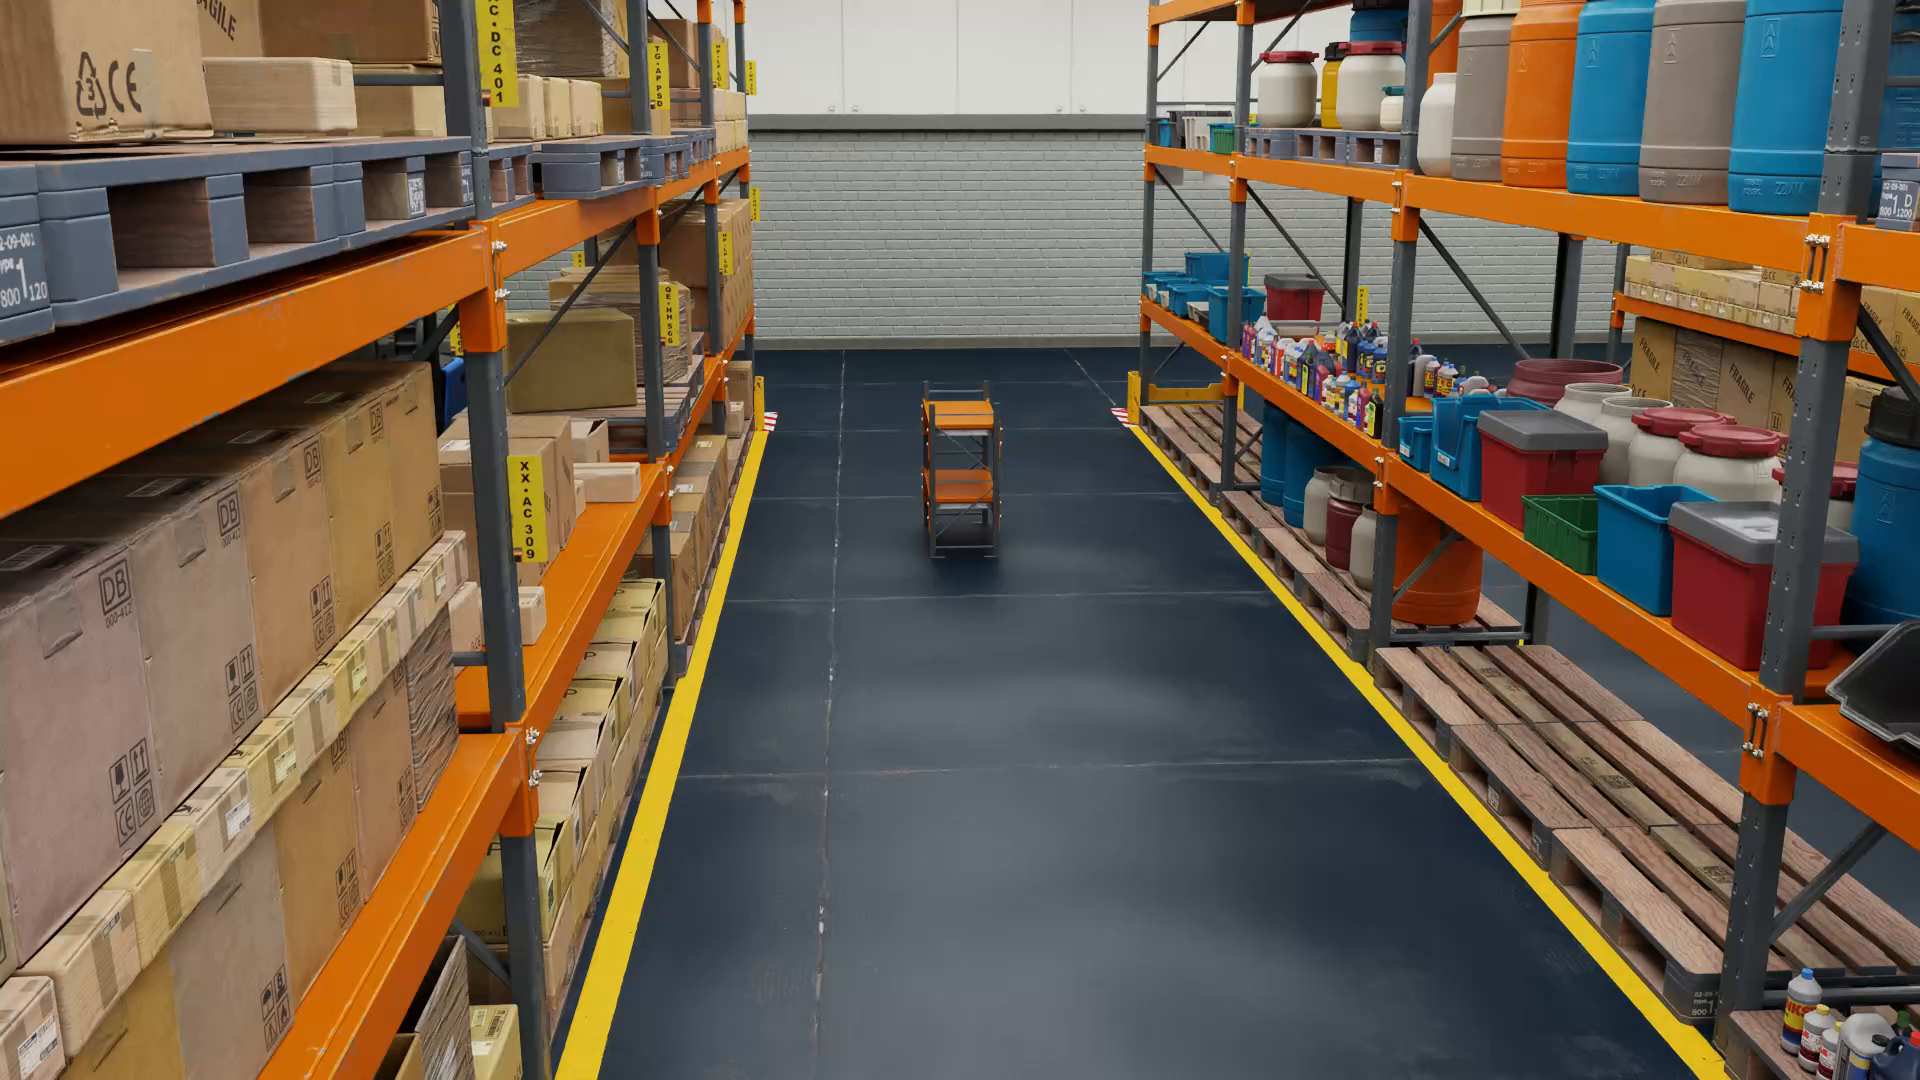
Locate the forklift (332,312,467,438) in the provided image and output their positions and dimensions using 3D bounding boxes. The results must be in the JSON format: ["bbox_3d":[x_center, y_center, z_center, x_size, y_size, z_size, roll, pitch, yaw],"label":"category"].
[{"bbox_3d":[-4.666,-1.601,12.868,1.130,2.935,3.031,-1,14,-5],"label":"forklift"}]

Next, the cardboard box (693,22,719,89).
[{"bbox_3d":[-2.298,-3.847,13.230,0.700,0.500,0.500,-1,14,-3],"label":"cardboard box"}]

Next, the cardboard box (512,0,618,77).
[{"bbox_3d":[-2.114,-2.714,8.827,0.500,0.500,0.500,-1,14,-3],"label":"cardboard box"}]

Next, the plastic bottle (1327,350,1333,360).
[{"bbox_3d":[2.459,-1.143,11.209,0.097,0.271,0.097,0,14,0],"label":"plastic bottle"}]

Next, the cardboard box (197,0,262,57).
[{"bbox_3d":[-2.077,-1.268,4.090,0.500,0.500,0.500,0,14,1],"label":"cardboard box"}]

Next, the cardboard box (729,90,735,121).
[{"bbox_3d":[-2.206,-3.735,14.300,0.500,0.250,0.500,-1,14,-3],"label":"cardboard box"}]

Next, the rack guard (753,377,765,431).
[{"bbox_3d":[-2.584,-1.380,16.886,1.175,0.500,0.348,-1,14,-3],"label":"rack guard"}]

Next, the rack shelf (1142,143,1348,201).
[{"bbox_3d":[2.480,-3.292,14.724,1.077,0.370,4.000,-1,14,-3],"label":"rack shelf"}]

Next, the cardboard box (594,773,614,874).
[{"bbox_3d":[-1.688,1.143,6.739,0.500,0.250,0.500,-1,14,-5],"label":"cardboard box"}]

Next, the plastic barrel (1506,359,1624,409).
[{"bbox_3d":[3.182,-0.650,8.762,0.600,0.536,0.708,-1,14,-3],"label":"plastic barrel"}]

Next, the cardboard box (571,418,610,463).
[{"bbox_3d":[-2.114,-0.485,8.572,0.500,0.311,0.500,0,14,0],"label":"cardboard box"}]

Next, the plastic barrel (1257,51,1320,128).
[{"bbox_3d":[2.386,-3.277,12.108,0.433,0.535,0.433,0,14,0],"label":"plastic barrel"}]

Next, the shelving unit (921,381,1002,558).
[{"bbox_3d":[0.000,-0.546,12.393,0.538,1.125,1.048,-1,14,-3],"label":"shelving unit"}]

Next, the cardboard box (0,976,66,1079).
[{"bbox_3d":[-1.453,0.716,2.222,0.380,0.149,0.250,-1,14,-4],"label":"cardboard box"}]

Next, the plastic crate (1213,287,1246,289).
[{"bbox_3d":[2.587,-2.386,16.190,0.396,0.136,0.243,-1,14,-3],"label":"plastic crate"}]

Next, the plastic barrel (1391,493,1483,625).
[{"bbox_3d":[2.804,0.031,9.899,0.600,0.830,0.708,-1,14,-3],"label":"plastic barrel"}]

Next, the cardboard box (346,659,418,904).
[{"bbox_3d":[-1.772,0.568,4.098,0.700,0.500,0.500,-1,14,-4],"label":"cardboard box"}]

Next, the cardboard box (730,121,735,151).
[{"bbox_3d":[-2.215,-3.492,14.361,0.500,0.250,0.500,-1,14,-3],"label":"cardboard box"}]

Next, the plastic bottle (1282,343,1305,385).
[{"bbox_3d":[2.324,-1.221,11.501,0.152,0.276,0.135,-1,14,-3],"label":"plastic bottle"}]

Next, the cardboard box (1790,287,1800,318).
[{"bbox_3d":[7.258,-1.944,13.765,0.500,0.250,0.500,-1,14,-4],"label":"cardboard box"}]

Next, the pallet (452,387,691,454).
[{"bbox_3d":[-2.205,-0.694,9.590,1.213,0.211,1.003,-1,14,-3],"label":"pallet"}]

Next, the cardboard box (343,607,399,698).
[{"bbox_3d":[-1.565,0.269,3.960,0.380,0.149,0.250,-1,14,-4],"label":"cardboard box"}]

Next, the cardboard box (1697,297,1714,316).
[{"bbox_3d":[7.088,-2.164,15.420,0.380,0.149,0.250,-1,14,-5],"label":"cardboard box"}]

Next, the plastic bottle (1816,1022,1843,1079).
[{"bbox_3d":[2.694,1.578,5.105,0.097,0.201,0.097,0,14,0],"label":"plastic bottle"}]

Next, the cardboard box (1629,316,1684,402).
[{"bbox_3d":[7.419,-1.778,16.837,0.875,0.875,0.875,-1,14,-3],"label":"cardboard box"}]

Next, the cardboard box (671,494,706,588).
[{"bbox_3d":[-1.900,0.005,10.620,0.500,0.500,0.500,-1,14,-4],"label":"cardboard box"}]

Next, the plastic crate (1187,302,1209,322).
[{"bbox_3d":[2.196,-2.020,14.766,0.293,0.136,0.466,-1,14,-3],"label":"plastic crate"}]

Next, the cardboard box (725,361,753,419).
[{"bbox_3d":[-2.309,-1.480,16.394,0.500,0.500,0.500,-1,14,-3],"label":"cardboard box"}]

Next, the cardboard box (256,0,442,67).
[{"bbox_3d":[-1.844,-1.726,5.147,0.500,0.500,0.500,-1,14,-3],"label":"cardboard box"}]

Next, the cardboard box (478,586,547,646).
[{"bbox_3d":[-1.696,0.273,5.949,0.380,0.149,0.250,-1,14,-3],"label":"cardboard box"}]

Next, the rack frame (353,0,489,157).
[{"bbox_3d":[-1.845,-2.530,4.301,1.000,3.000,0.127,-1,14,-3],"label":"rack frame"}]

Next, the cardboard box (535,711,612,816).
[{"bbox_3d":[-1.681,0.872,6.668,0.500,0.311,0.500,-1,14,-5],"label":"cardboard box"}]

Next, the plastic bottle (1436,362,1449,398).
[{"bbox_3d":[3.110,-1.005,10.670,0.097,0.271,0.097,0,14,0],"label":"plastic bottle"}]

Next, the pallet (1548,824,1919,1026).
[{"bbox_3d":[3.012,1.455,6.447,1.003,0.211,1.213,-1,14,-3],"label":"pallet"}]

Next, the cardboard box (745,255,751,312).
[{"bbox_3d":[-2.253,-2.422,15.718,0.500,0.500,0.500,-1,14,-3],"label":"cardboard box"}]

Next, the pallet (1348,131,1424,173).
[{"bbox_3d":[2.901,-2.248,9.604,1.003,0.211,1.213,-1,14,-3],"label":"pallet"}]

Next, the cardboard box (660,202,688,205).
[{"bbox_3d":[-2.784,-2.898,15.561,0.500,0.500,0.500,-1,14,-3],"label":"cardboard box"}]

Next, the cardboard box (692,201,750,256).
[{"bbox_3d":[-2.254,-2.910,15.609,0.500,0.500,0.500,0,14,-2],"label":"cardboard box"}]

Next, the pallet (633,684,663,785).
[{"bbox_3d":[-2.081,0.936,8.465,1.003,0.211,1.213,-1,14,-3],"label":"pallet"}]

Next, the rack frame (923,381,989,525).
[{"bbox_3d":[-0.032,-0.673,12.884,0.500,1.125,0.032,-1,14,-3],"label":"rack frame"}]

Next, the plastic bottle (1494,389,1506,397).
[{"bbox_3d":[3.147,-0.748,9.662,0.152,0.276,0.135,-1,14,-3],"label":"plastic bottle"}]

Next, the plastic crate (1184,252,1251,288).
[{"bbox_3d":[2.563,-2.651,16.617,0.616,0.435,0.499,-1,14,-3],"label":"plastic crate"}]

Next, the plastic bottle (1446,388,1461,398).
[{"bbox_3d":[2.995,-0.820,10.093,0.097,0.201,0.097,0,14,0],"label":"plastic bottle"}]

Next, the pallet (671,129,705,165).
[{"bbox_3d":[-2.303,-2.555,10.794,1.213,0.211,1.003,-1,14,-3],"label":"pallet"}]

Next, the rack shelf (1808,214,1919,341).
[{"bbox_3d":[3.223,-0.307,3.125,1.077,0.370,4.000,-1,14,-3],"label":"rack shelf"}]

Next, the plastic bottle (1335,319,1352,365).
[{"bbox_3d":[2.843,-1.440,12.204,0.144,0.351,0.185,-1,14,-3],"label":"plastic bottle"}]

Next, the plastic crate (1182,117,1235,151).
[{"bbox_3d":[2.185,-3.524,14.422,0.437,0.282,0.530,-1,14,-3],"label":"plastic crate"}]

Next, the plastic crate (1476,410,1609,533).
[{"bbox_3d":[2.646,-0.320,7.621,0.402,0.464,0.583,-1,14,-3],"label":"plastic crate"}]

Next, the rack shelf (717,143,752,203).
[{"bbox_3d":[-2.465,-3.216,14.431,1.077,0.370,4.000,-1,14,-3],"label":"rack shelf"}]

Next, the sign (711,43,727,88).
[{"bbox_3d":[-1.787,-3.518,12.331,0.100,0.325,0.005,-1,14,-3],"label":"sign"}]

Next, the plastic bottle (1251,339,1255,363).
[{"bbox_3d":[2.234,-1.434,12.481,0.097,0.201,0.097,0,14,0],"label":"plastic bottle"}]

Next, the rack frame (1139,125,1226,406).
[{"bbox_3d":[2.356,-2.685,16.942,1.000,3.000,0.127,-1,14,-3],"label":"rack frame"}]

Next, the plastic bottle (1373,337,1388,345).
[{"bbox_3d":[3.004,-1.321,11.889,0.152,0.276,0.135,-1,14,-3],"label":"plastic bottle"}]

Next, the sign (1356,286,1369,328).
[{"bbox_3d":[3.153,-1.832,13.072,0.100,0.325,0.005,-1,14,-3],"label":"sign"}]

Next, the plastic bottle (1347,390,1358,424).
[{"bbox_3d":[2.391,-0.804,10.029,0.097,0.201,0.097,0,14,0],"label":"plastic bottle"}]
